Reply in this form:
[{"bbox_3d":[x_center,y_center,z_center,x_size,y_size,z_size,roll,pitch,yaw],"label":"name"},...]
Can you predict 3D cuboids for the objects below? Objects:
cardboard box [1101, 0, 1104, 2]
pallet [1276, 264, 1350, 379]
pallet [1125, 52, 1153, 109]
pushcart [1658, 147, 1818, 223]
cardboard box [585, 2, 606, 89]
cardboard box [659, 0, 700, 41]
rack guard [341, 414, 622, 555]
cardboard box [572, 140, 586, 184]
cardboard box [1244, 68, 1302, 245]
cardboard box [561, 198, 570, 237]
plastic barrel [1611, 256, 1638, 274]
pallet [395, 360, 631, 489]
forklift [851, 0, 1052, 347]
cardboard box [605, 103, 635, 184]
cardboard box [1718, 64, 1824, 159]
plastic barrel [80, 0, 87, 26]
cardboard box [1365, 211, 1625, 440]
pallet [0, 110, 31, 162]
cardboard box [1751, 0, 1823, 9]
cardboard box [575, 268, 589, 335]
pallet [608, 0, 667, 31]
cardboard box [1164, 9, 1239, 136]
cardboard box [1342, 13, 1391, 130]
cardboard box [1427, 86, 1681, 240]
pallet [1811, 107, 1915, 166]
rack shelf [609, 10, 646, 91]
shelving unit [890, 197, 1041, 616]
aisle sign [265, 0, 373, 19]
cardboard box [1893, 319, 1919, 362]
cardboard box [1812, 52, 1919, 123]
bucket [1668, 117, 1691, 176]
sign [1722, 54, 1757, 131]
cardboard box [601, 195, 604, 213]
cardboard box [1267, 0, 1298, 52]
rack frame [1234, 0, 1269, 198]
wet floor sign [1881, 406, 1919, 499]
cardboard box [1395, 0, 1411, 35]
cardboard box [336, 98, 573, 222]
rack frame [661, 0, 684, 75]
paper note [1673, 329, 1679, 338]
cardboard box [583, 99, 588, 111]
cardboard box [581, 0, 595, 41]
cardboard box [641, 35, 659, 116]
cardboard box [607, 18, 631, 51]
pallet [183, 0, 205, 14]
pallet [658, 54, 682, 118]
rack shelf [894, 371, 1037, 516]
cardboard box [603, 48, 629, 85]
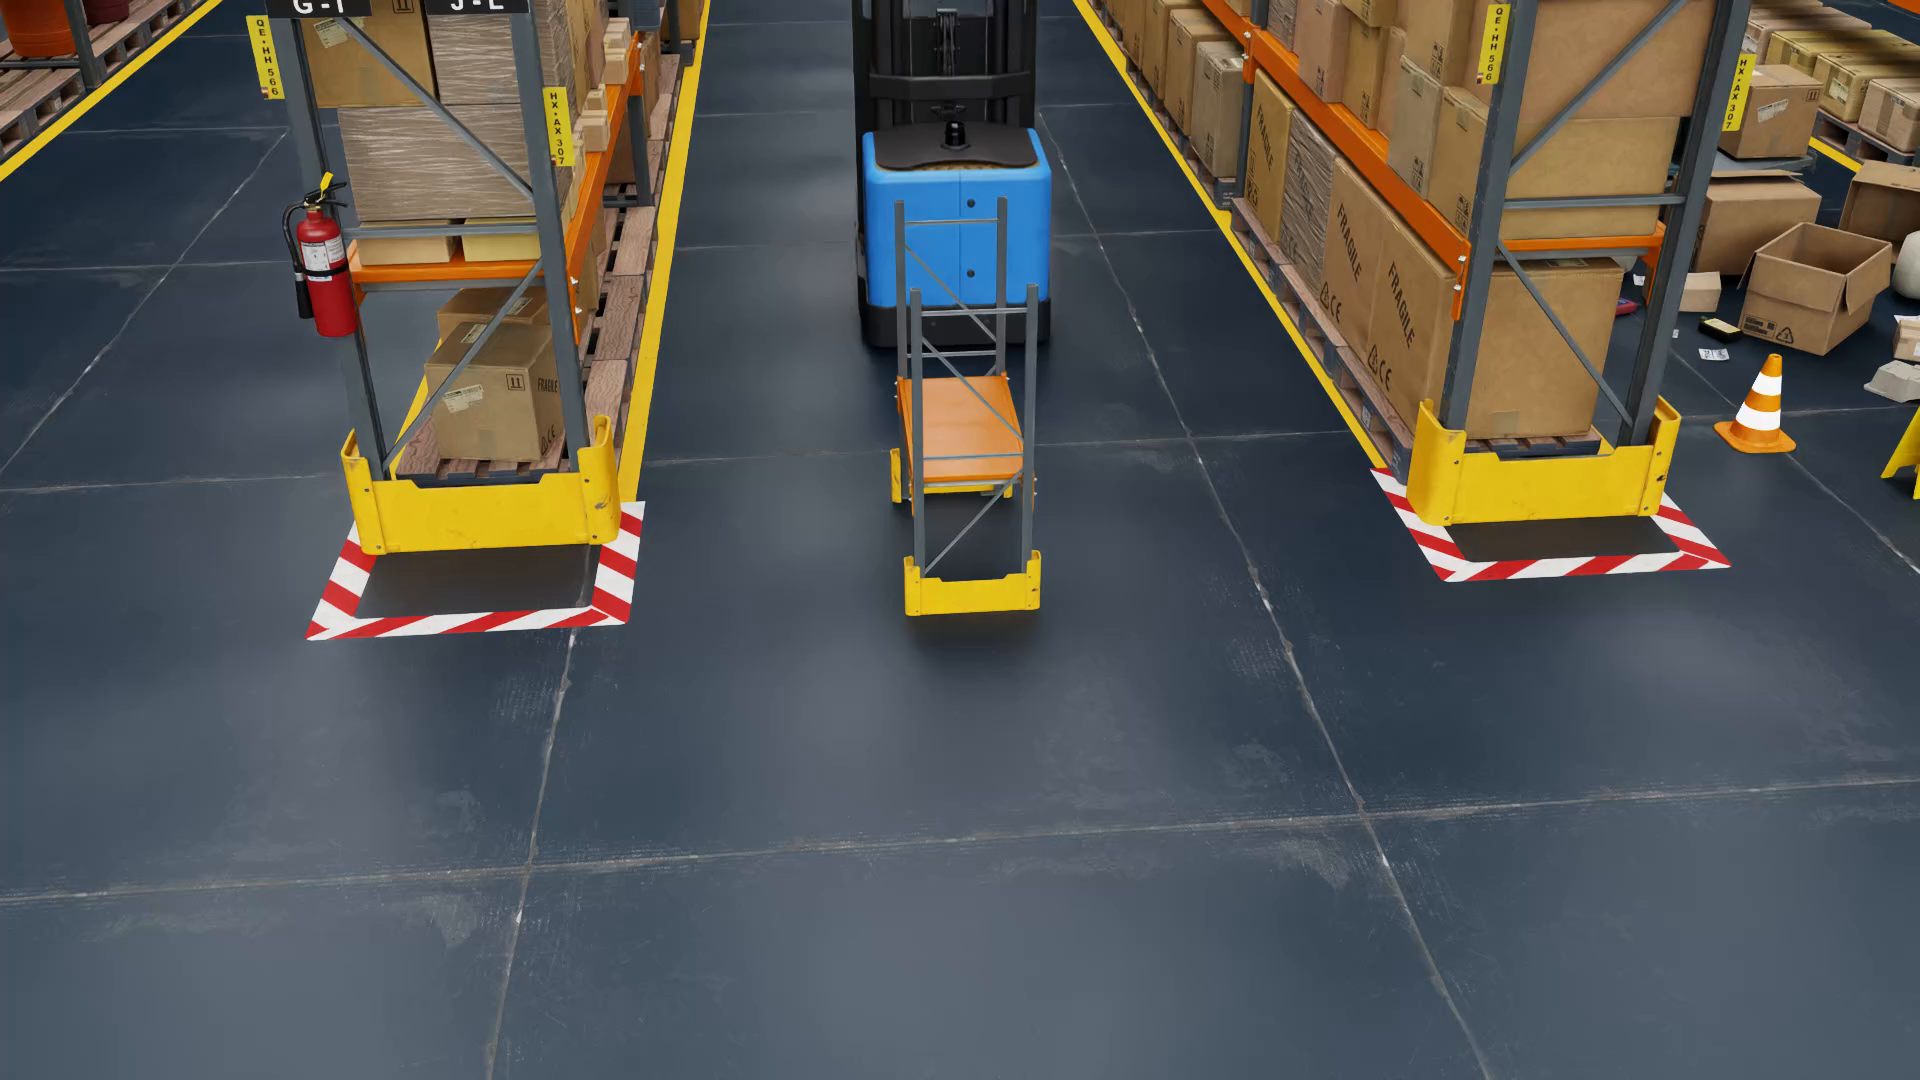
[{"bbox_3d":[1.582,-5.529,16.110,0.500,0.500,0.500,-4,31,-7],"label":"cardboard box"},{"bbox_3d":[2.498,-1.308,9.735,1.003,0.211,1.213,-3,31,-5],"label":"pallet"},{"bbox_3d":[2.013,-3.961,14.175,1.003,0.211,1.213,-3,31,-5],"label":"pallet"},{"bbox_3d":[5.041,-2.550,11.651,1.648,0.377,0.936,-14,33,-22],"label":"pushcart"},{"bbox_3d":[-2.421,-2.766,9.069,0.875,0.500,0.500,-3,31,-5],"label":"cardboard box"},{"bbox_3d":[-2.977,-4.999,14.857,1.225,0.875,0.875,-4,31,-7],"label":"cardboard box"},{"bbox_3d":[-2.193,-0.259,7.696,1.175,0.500,0.348,-3,31,-5],"label":"rack guard"},{"bbox_3d":[-2.049,-1.854,8.174,0.380,0.149,0.250,-3,31,-5],"label":"cardboard box"},{"bbox_3d":[2.377,-2.465,10.615,0.875,0.875,0.875,-2,31,-4],"label":"cardboard box"},{"bbox_3d":[-1.980,-1.471,7.533,0.380,0.149,0.250,-3,31,-5],"label":"cardboard box"},{"bbox_3d":[4.021,-1.910,10.535,0.512,0.421,0.421,20,36,29],"label":"plastic barrel"},{"bbox_3d":[-2.234,-0.552,8.468,1.003,0.211,1.213,-3,31,-5],"label":"pallet"},{"bbox_3d":[-0.112,-3.082,10.051,1.130,2.935,3.031,-2,31,-4],"label":"forklift"},{"bbox_3d":[-2.596,-2.766,11.464,0.700,0.500,0.500,-5,31,-8],"label":"cardboard box"},{"bbox_3d":[5.537,-2.962,11.483,0.500,0.500,0.500,-3,31,-5],"label":"cardboard box"},{"bbox_3d":[-8.069,-4.786,14.854,0.421,0.512,0.421,0,31,0],"label":"plastic barrel"},{"bbox_3d":[2.632,-1.091,8.313,0.875,0.875,0.875,-3,31,-4],"label":"cardboard box"},{"bbox_3d":[-7.720,-2.925,12.441,1.003,0.211,1.213,-3,31,-5],"label":"pallet"},{"bbox_3d":[6.976,-4.616,14.706,0.950,0.372,0.625,-5,31,-8],"label":"cardboard box"},{"bbox_3d":[-2.358,-1.344,9.104,0.500,0.500,0.500,0,31,0],"label":"cardboard box"},{"bbox_3d":[-2.487,-3.651,11.124,1.003,0.211,1.213,-3,31,-5],"label":"pallet"},{"bbox_3d":[2.154,-3.542,12.538,1.050,0.750,0.750,-3,31,-5],"label":"cardboard box"},{"bbox_3d":[2.591,-2.572,8.984,0.875,0.550,0.500,-3,31,-5],"label":"cardboard box"},{"bbox_3d":[2.682,-1.731,7.577,0.875,0.550,0.550,-3,31,-5],"label":"cardboard box"},{"bbox_3d":[7.232,-3.011,12.585,1.003,0.211,1.213,-3,31,-5],"label":"pallet"},{"bbox_3d":[-2.747,-4.048,12.304,1.077,0.370,4.000,-3,31,-5],"label":"rack shelf"},{"bbox_3d":[0.007,-0.605,7.300,0.587,1.500,1.083,-3,31,-5],"label":"shelving unit"},{"bbox_3d":[-2.479,-2.364,6.247,0.394,0.787,0.004,-3,31,-5],"label":"aisle sign"},{"bbox_3d":[5.547,-1.117,9.474,0.380,0.149,0.250,13,33,21],"label":"cardboard box"},{"bbox_3d":[7.185,-3.497,12.833,0.950,0.372,0.625,-1,31,-1],"label":"cardboard box"},{"bbox_3d":[4.696,-2.810,11.239,0.726,0.611,0.620,8,22,13],"label":"bucket"},{"bbox_3d":[3.315,-1.909,7.099,0.100,0.325,0.005,-3,31,-5],"label":"sign"},{"bbox_3d":[-2.562,-2.237,10.598,0.500,0.500,0.500,-4,31,-6],"label":"cardboard box"},{"bbox_3d":[2.434,-3.398,10.368,0.875,0.550,0.550,-3,31,-5],"label":"cardboard box"},{"bbox_3d":[2.388,-3.522,10.721,1.000,3.000,0.127,-3,31,-5],"label":"rack frame"},{"bbox_3d":[4.736,-0.549,8.040,0.267,0.644,0.232,-8,32,-13],"label":"wet floor sign"},{"bbox_3d":[2.705,-2.768,8.259,0.875,0.550,0.550,-3,31,-5],"label":"cardboard box"},{"bbox_3d":[-2.210,-1.746,7.361,0.875,0.500,0.500,-3,31,-5],"label":"cardboard box"},{"bbox_3d":[-2.934,-5.378,13.829,1.000,3.000,0.127,-3,31,-5],"label":"rack frame"},{"bbox_3d":[4.202,-1.214,9.772,0.032,0.001,0.123,13,33,21],"label":"paper note"},{"bbox_3d":[-2.175,-2.234,8.811,0.380,0.149,0.250,-3,31,-5],"label":"cardboard box"},{"bbox_3d":[-2.054,-2.698,7.979,0.500,0.500,0.500,-3,31,-5],"label":"cardboard box"},{"bbox_3d":[-2.727,-3.581,12.829,0.700,0.500,0.500,0,31,0],"label":"cardboard box"},{"bbox_3d":[-2.247,-3.132,10.314,0.380,0.149,0.250,-3,31,-5],"label":"cardboard box"},{"bbox_3d":[-8.208,-5.590,16.903,1.003,0.211,1.213,-3,31,-5],"label":"pallet"},{"bbox_3d":[-2.862,-3.782,13.876,1.003,0.211,1.213,-3,31,-5],"label":"pallet"},{"bbox_3d":[0.008,-0.446,7.385,0.538,0.185,1.000,-3,31,-5],"label":"rack shelf"},{"bbox_3d":[-2.135,-2.751,9.676,0.380,0.149,0.250,-3,31,-5],"label":"cardboard box"}]
